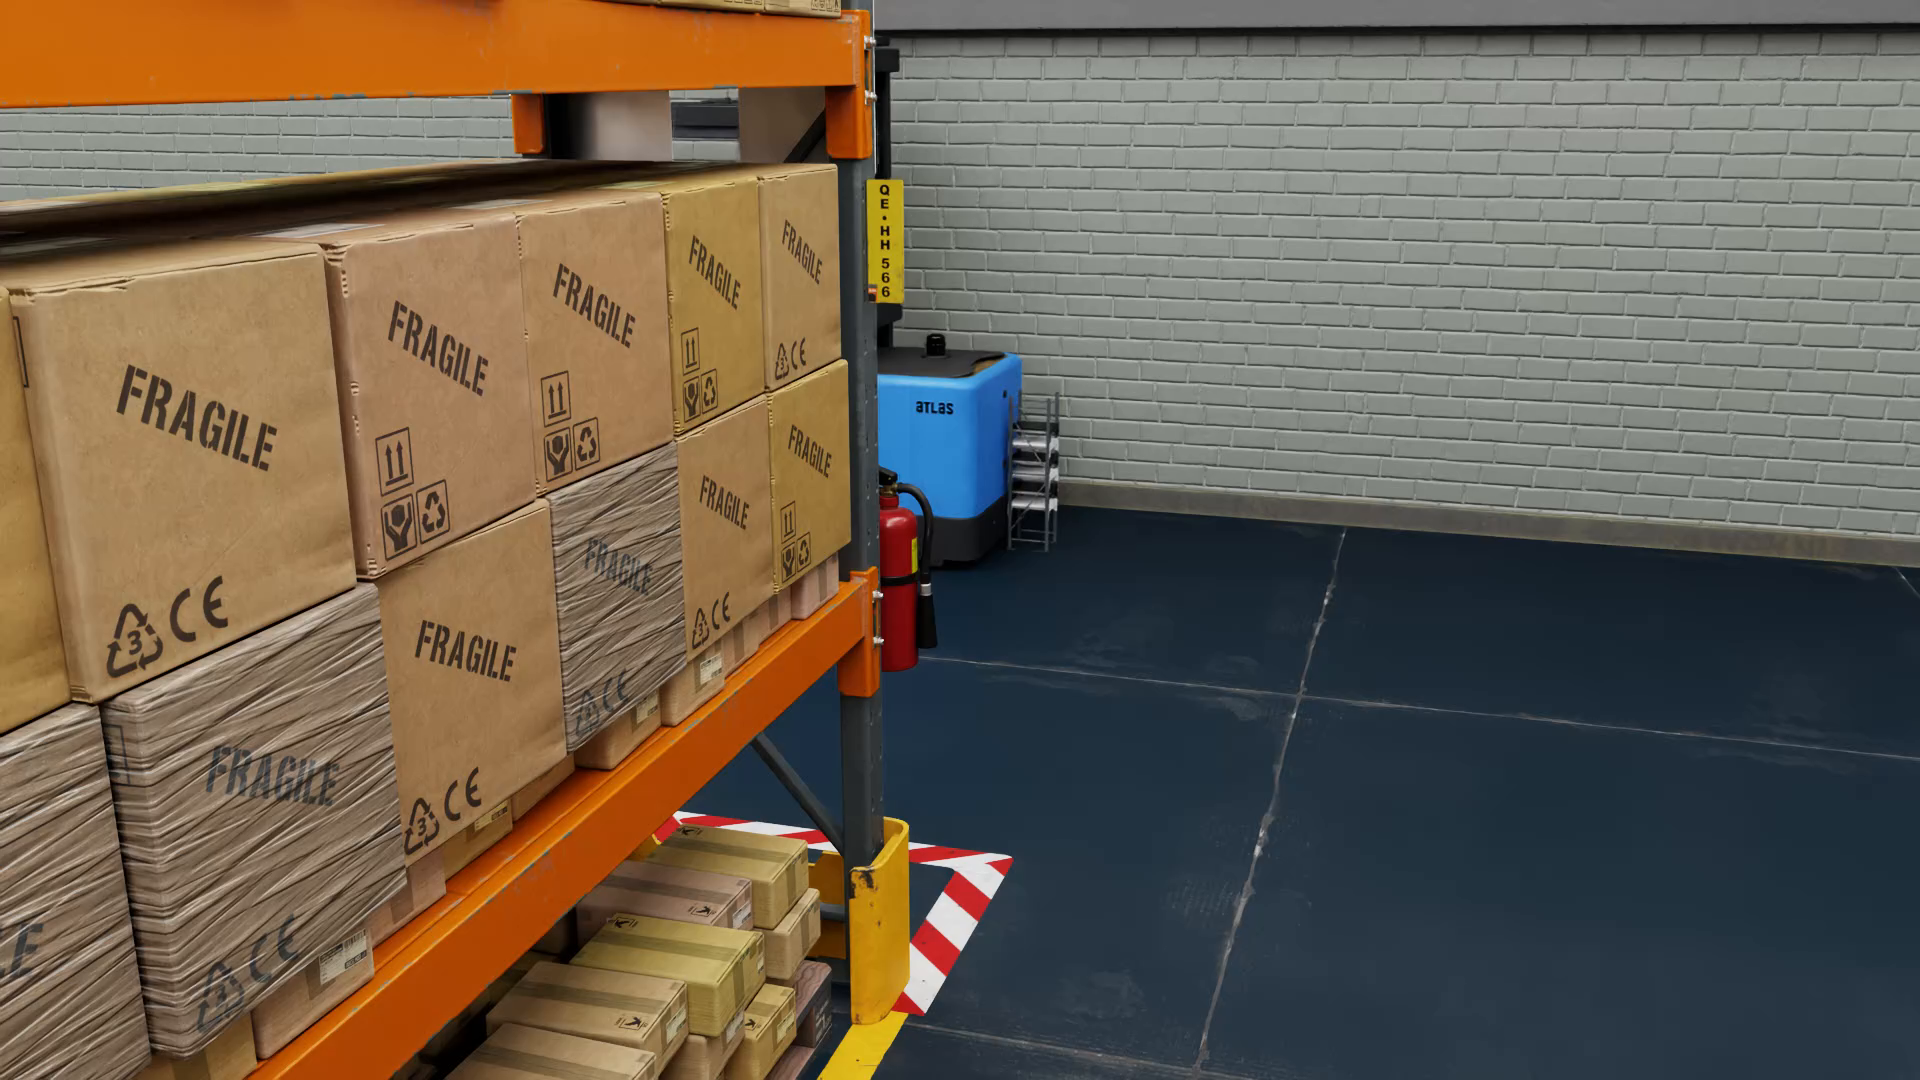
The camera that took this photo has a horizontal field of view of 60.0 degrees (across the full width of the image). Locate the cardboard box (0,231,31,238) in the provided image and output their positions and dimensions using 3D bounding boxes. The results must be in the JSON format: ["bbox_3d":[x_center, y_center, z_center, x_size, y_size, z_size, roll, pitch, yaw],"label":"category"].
[{"bbox_3d":[-1.686,-0.173,2.383,0.500,0.500,0.500,5,17,17],"label":"cardboard box"}]

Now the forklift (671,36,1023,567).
[{"bbox_3d":[-1.197,-1.480,9.676,3.031,2.935,1.130,5,17,17],"label":"forklift"}]

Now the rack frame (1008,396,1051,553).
[{"bbox_3d":[0.393,-0.371,9.488,0.240,0.900,0.006,5,17,16],"label":"rack frame"}]

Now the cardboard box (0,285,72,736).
[{"bbox_3d":[-1.367,0.003,1.761,0.500,0.500,0.500,4,16,14],"label":"cardboard box"}]

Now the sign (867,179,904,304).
[{"bbox_3d":[-0.198,-0.796,4.438,0.100,0.325,0.005,5,16,16],"label":"sign"}]

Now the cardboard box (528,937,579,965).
[{"bbox_3d":[-1.252,1.076,4.450,0.380,0.149,0.250,5,16,16],"label":"cardboard box"}]

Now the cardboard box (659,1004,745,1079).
[{"bbox_3d":[-0.747,1.187,4.056,0.380,0.149,0.250,4,16,14],"label":"cardboard box"}]

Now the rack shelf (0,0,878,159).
[{"bbox_3d":[-1.293,-0.709,2.653,1.077,0.370,4.000,5,16,16],"label":"rack shelf"}]

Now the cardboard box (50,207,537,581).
[{"bbox_3d":[-1.047,-0.261,2.690,0.500,0.500,0.500,4,16,14],"label":"cardboard box"}]

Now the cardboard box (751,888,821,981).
[{"bbox_3d":[-0.601,1.051,4.536,0.380,0.149,0.250,4,16,14],"label":"cardboard box"}]

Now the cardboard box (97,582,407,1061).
[{"bbox_3d":[-1.168,0.351,2.367,0.500,0.500,0.500,4,16,15],"label":"cardboard box"}]

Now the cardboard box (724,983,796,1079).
[{"bbox_3d":[-0.650,1.263,4.334,0.380,0.149,0.250,5,17,18],"label":"cardboard box"}]

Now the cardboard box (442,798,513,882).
[{"bbox_3d":[-1.057,0.494,3.052,0.380,0.149,0.250,5,17,17],"label":"cardboard box"}]

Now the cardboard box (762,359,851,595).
[{"bbox_3d":[-0.606,-0.189,4.270,0.500,0.500,0.500,5,17,17],"label":"cardboard box"}]

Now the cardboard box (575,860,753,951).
[{"bbox_3d":[-0.759,0.967,4.286,0.380,0.149,0.250,5,17,17],"label":"cardboard box"}]

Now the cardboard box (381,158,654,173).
[{"bbox_3d":[-1.107,-0.711,4.277,0.500,0.500,0.500,5,16,16],"label":"cardboard box"}]

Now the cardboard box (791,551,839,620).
[{"bbox_3d":[-0.546,0.093,4.466,0.380,0.149,0.250,5,16,16],"label":"cardboard box"}]

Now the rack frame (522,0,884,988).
[{"bbox_3d":[-0.725,-0.135,4.809,1.000,3.000,0.127,5,16,16],"label":"rack frame"}]

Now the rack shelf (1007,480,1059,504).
[{"bbox_3d":[0.422,-0.279,9.615,0.258,0.077,0.200,5,17,16],"label":"rack shelf"}]

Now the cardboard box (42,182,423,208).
[{"bbox_3d":[-1.413,-0.444,3.336,0.500,0.500,0.500,4,16,15],"label":"cardboard box"}]

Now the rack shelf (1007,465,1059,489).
[{"bbox_3d":[0.422,-0.365,9.590,0.258,0.077,0.200,5,17,16],"label":"rack shelf"}]

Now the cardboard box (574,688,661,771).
[{"bbox_3d":[-0.863,0.357,3.534,0.380,0.149,0.250,4,16,13],"label":"cardboard box"}]

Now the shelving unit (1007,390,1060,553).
[{"bbox_3d":[0.422,-0.397,9.581,0.258,0.900,0.210,5,17,16],"label":"shelving unit"}]

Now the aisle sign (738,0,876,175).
[{"bbox_3d":[-0.416,-1.382,4.440,0.394,0.787,0.004,5,16,16],"label":"aisle sign"}]

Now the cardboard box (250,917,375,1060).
[{"bbox_3d":[-1.140,0.635,2.554,0.380,0.149,0.250,5,17,18],"label":"cardboard box"}]

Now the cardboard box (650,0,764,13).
[{"bbox_3d":[-0.738,-1.233,3.456,0.500,0.250,0.500,5,16,16],"label":"cardboard box"}]

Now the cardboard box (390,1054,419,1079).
[{"bbox_3d":[-1.436,1.139,3.680,0.380,0.149,0.250,5,17,18],"label":"cardboard box"}]

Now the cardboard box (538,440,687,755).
[{"bbox_3d":[-0.892,0.079,3.326,0.500,0.500,0.500,5,16,16],"label":"cardboard box"}]

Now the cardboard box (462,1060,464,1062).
[{"bbox_3d":[-1.418,1.345,4.045,0.380,0.149,0.250,5,17,17],"label":"cardboard box"}]

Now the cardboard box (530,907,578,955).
[{"bbox_3d":[-1.162,0.940,4.382,0.380,0.149,0.250,5,17,17],"label":"cardboard box"}]

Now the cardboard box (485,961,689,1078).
[{"bbox_3d":[-0.845,1.108,3.791,0.380,0.149,0.250,4,16,14],"label":"cardboard box"}]

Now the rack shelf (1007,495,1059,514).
[{"bbox_3d":[0.422,-0.192,9.640,0.258,0.077,0.200,5,17,16],"label":"rack shelf"}]

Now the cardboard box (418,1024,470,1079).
[{"bbox_3d":[-1.413,1.205,3.993,0.380,0.149,0.250,5,17,18],"label":"cardboard box"}]

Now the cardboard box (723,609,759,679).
[{"bbox_3d":[-0.710,0.222,4.011,0.380,0.149,0.250,4,16,15],"label":"cardboard box"}]

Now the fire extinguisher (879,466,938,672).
[{"bbox_3d":[-0.211,0.051,4.977,0.296,0.674,0.183,5,16,16],"label":"fire extinguisher"}]

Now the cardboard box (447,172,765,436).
[{"bbox_3d":[-0.760,-0.536,3.661,0.500,0.500,0.500,4,16,14],"label":"cardboard box"}]
